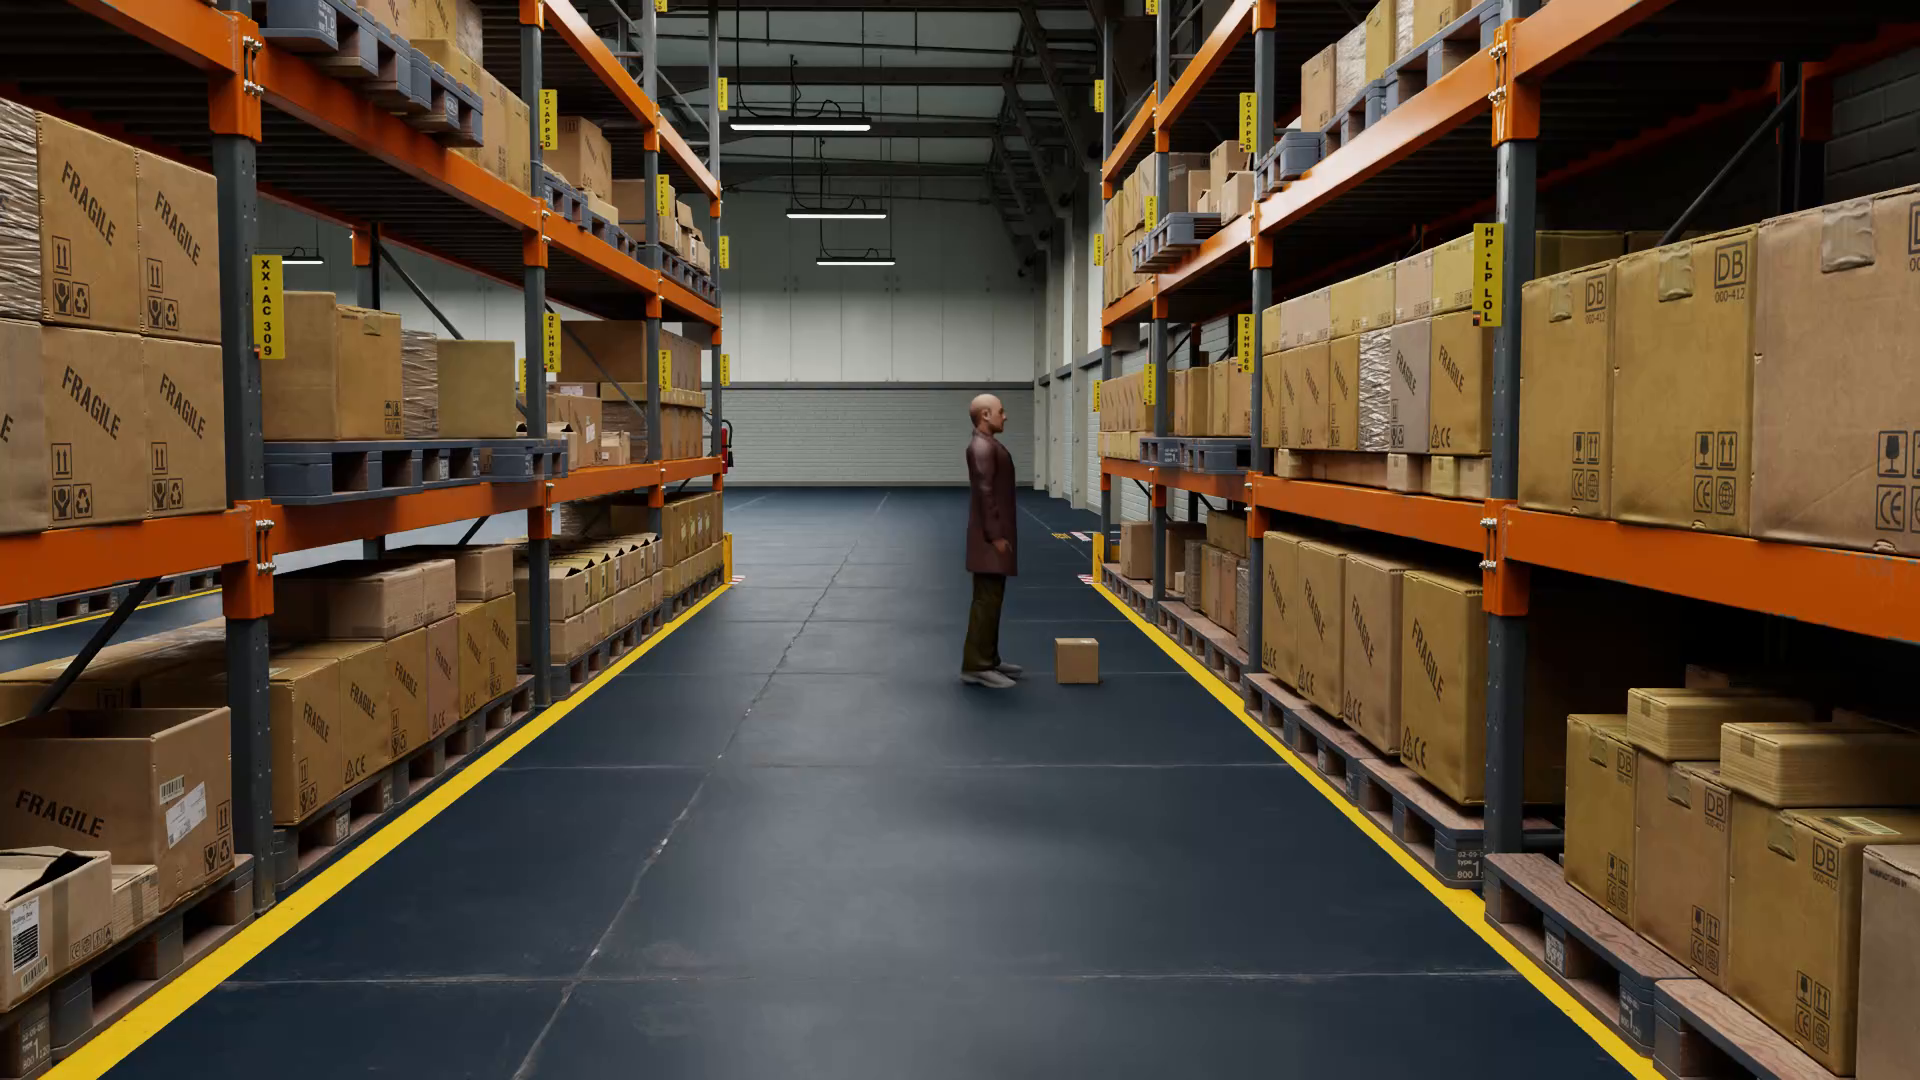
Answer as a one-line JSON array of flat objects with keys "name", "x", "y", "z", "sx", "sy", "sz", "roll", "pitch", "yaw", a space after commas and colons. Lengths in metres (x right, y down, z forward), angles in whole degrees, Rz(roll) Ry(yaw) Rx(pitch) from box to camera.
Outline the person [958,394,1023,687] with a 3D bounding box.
[{"name": "person", "x": 0.191, "y": 0.000, "z": 10.323, "sx": 0.415, "sy": 1.806, "sz": 0.582, "roll": 0, "pitch": 4, "yaw": -1}]
